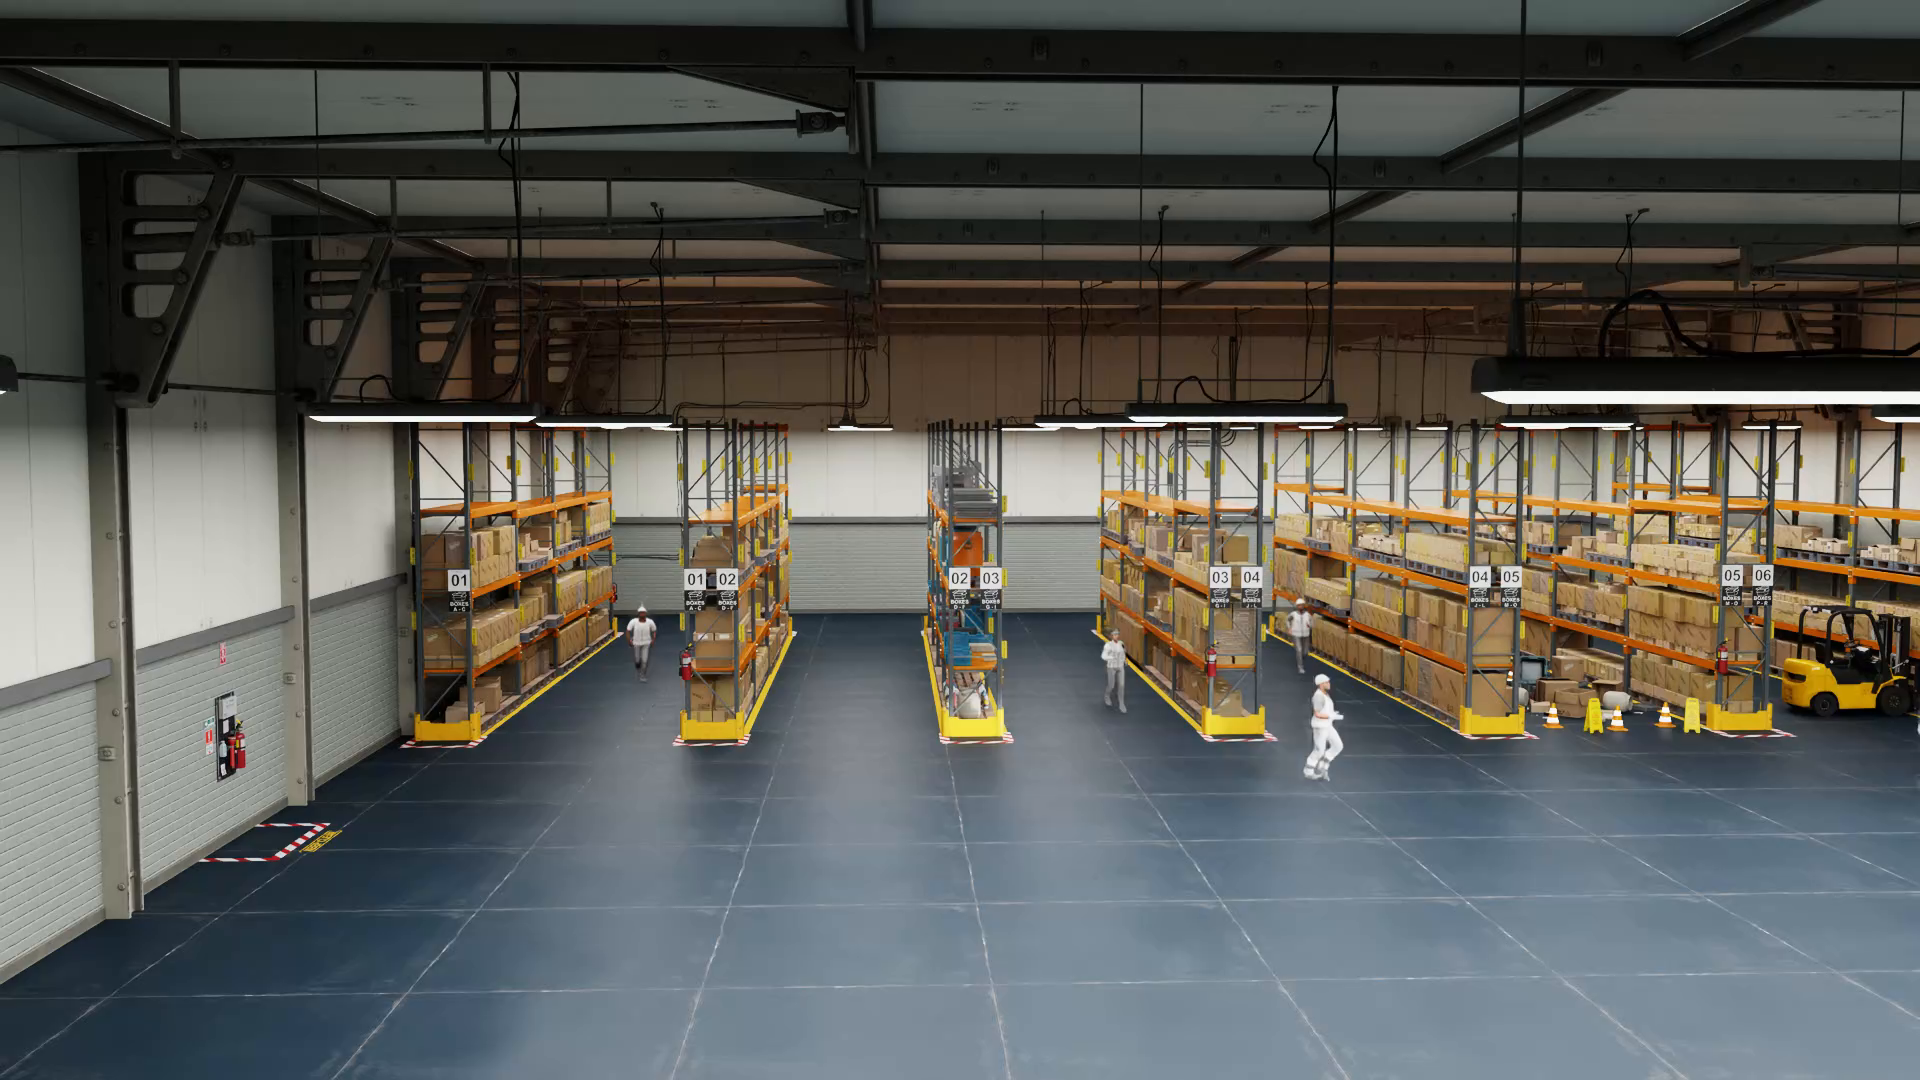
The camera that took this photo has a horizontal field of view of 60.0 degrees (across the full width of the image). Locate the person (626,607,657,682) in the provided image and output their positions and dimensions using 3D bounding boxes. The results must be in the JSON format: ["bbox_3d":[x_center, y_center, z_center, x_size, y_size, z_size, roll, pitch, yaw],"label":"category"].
[{"bbox_3d":[-7.353,2.403,38.439,0.713,1.728,0.558,-1,4,-10],"label":"person"}]

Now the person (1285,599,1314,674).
[{"bbox_3d":[8.147,2.287,39.804,0.665,1.750,0.930,0,4,-4],"label":"person"}]

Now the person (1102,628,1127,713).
[{"bbox_3d":[3.210,2.656,34.333,0.612,1.702,0.920,-1,4,-15],"label":"person"}]

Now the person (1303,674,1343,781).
[{"bbox_3d":[5.984,3.087,27.293,0.692,1.784,0.628,2,4,29],"label":"person"}]
